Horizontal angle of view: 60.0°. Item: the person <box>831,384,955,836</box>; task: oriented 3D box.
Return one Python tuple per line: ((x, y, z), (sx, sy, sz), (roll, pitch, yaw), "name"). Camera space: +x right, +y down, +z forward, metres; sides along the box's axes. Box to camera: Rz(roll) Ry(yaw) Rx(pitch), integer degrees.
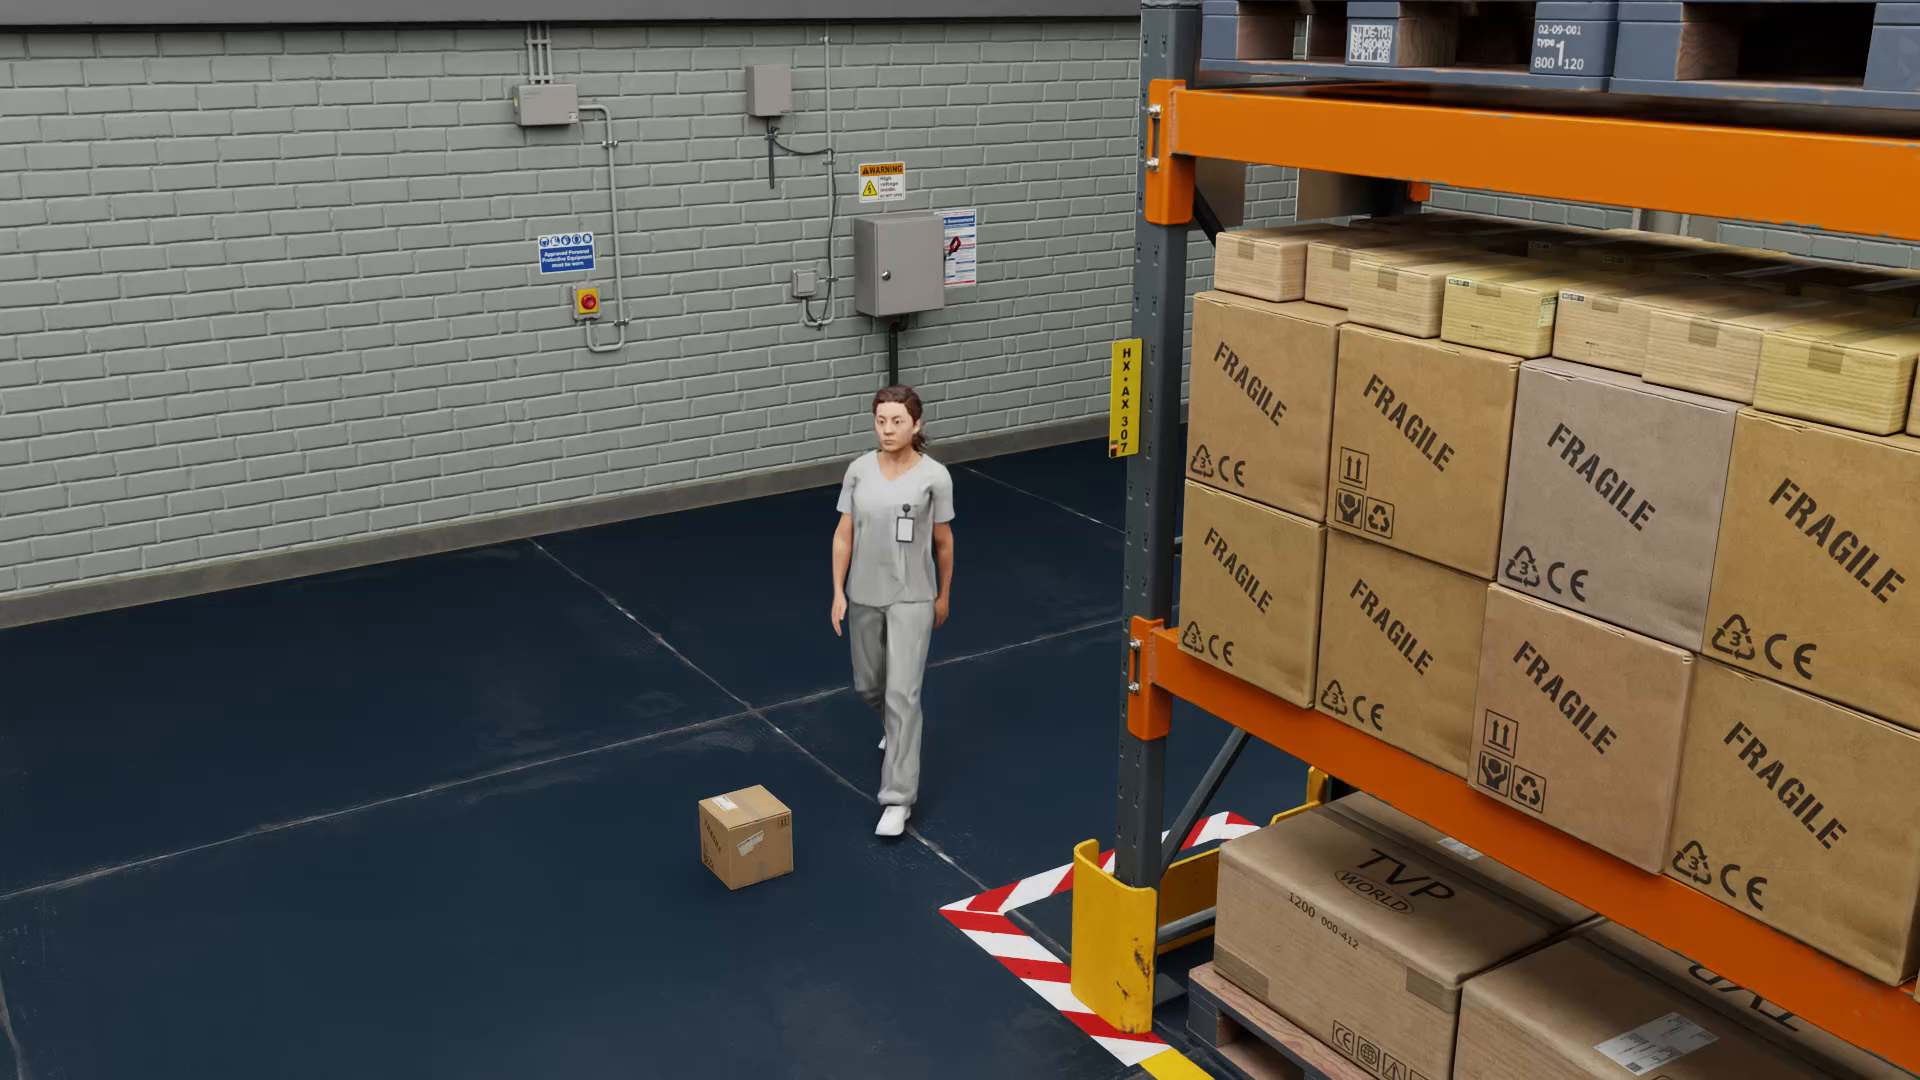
((-0.266, 0.223, 6.394), (0.449, 1.634, 0.900), (5, 19, 15), "person")
